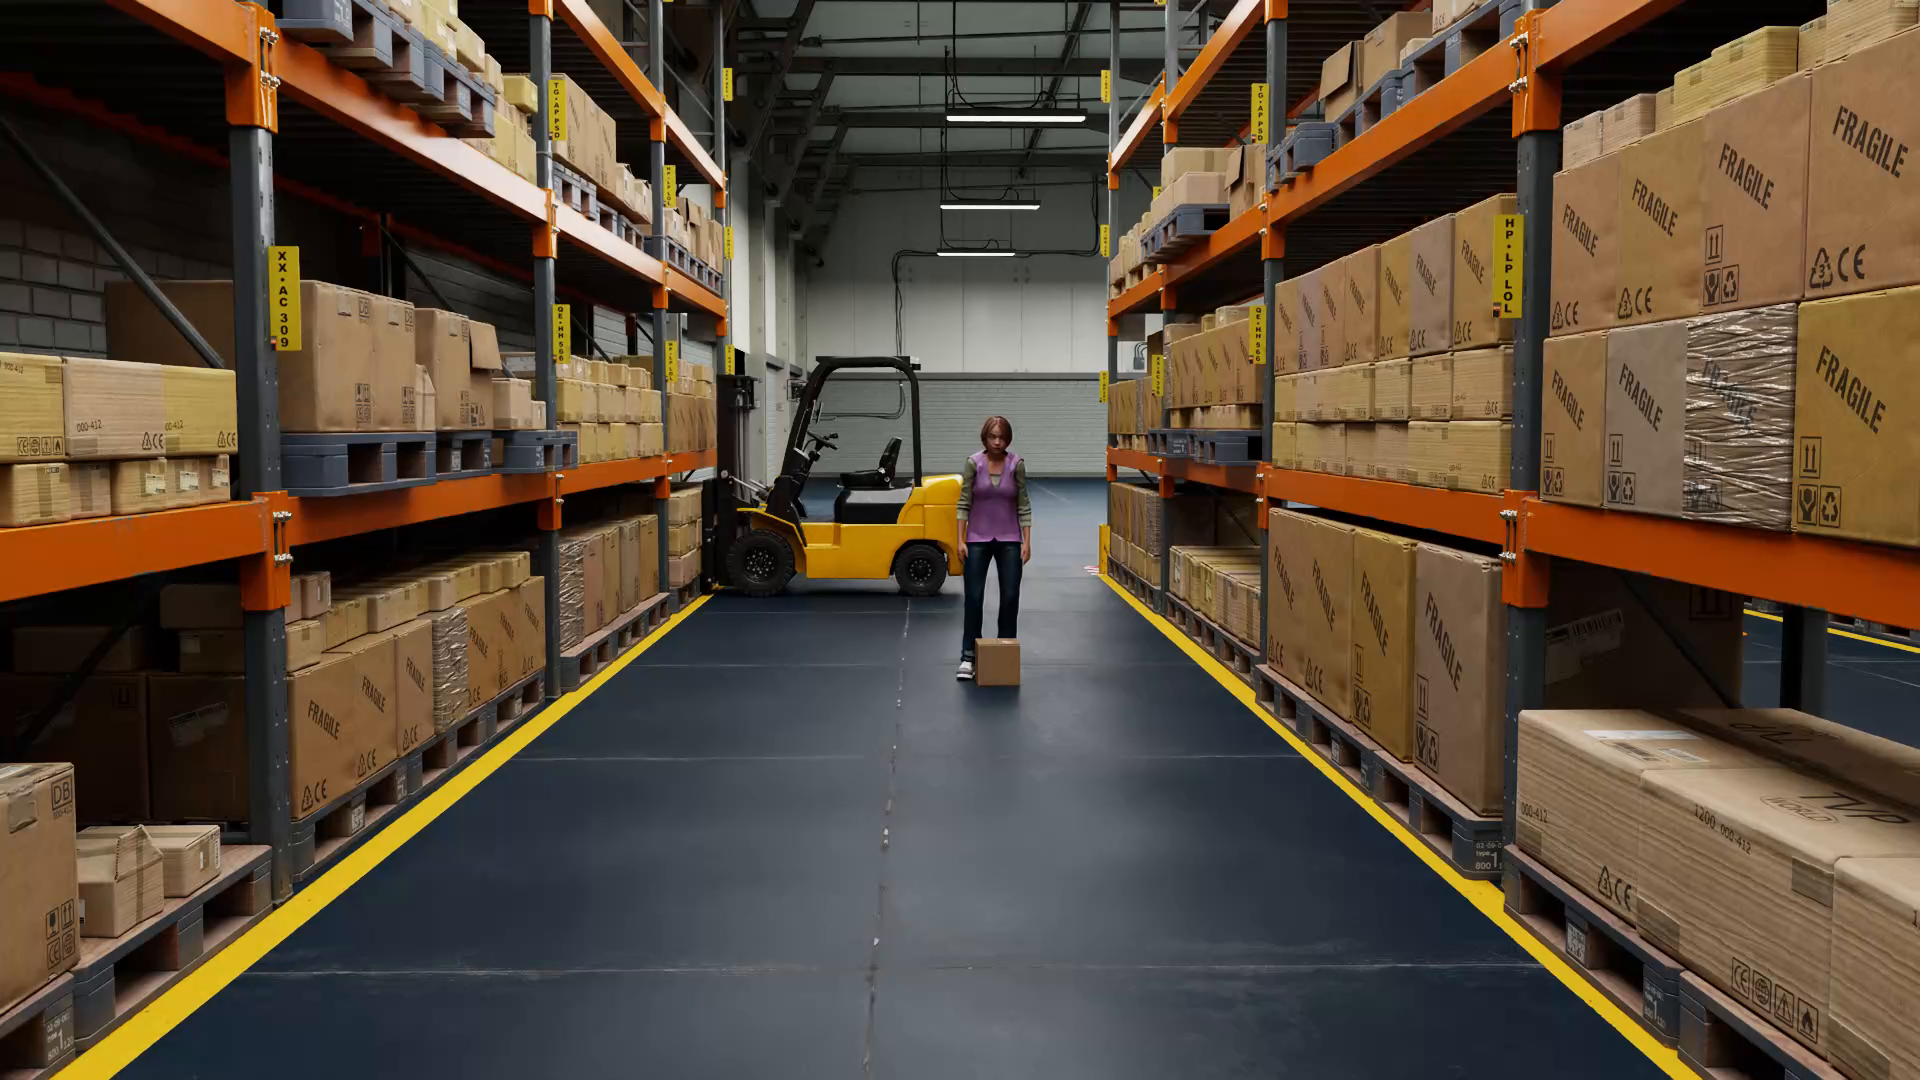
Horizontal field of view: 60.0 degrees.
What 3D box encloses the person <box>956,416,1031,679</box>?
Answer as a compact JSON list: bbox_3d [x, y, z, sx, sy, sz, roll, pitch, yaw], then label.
[{"bbox_3d":[0.206,0.043,10.114,0.460,1.593,0.366,0,4,-1],"label":"person"}]
